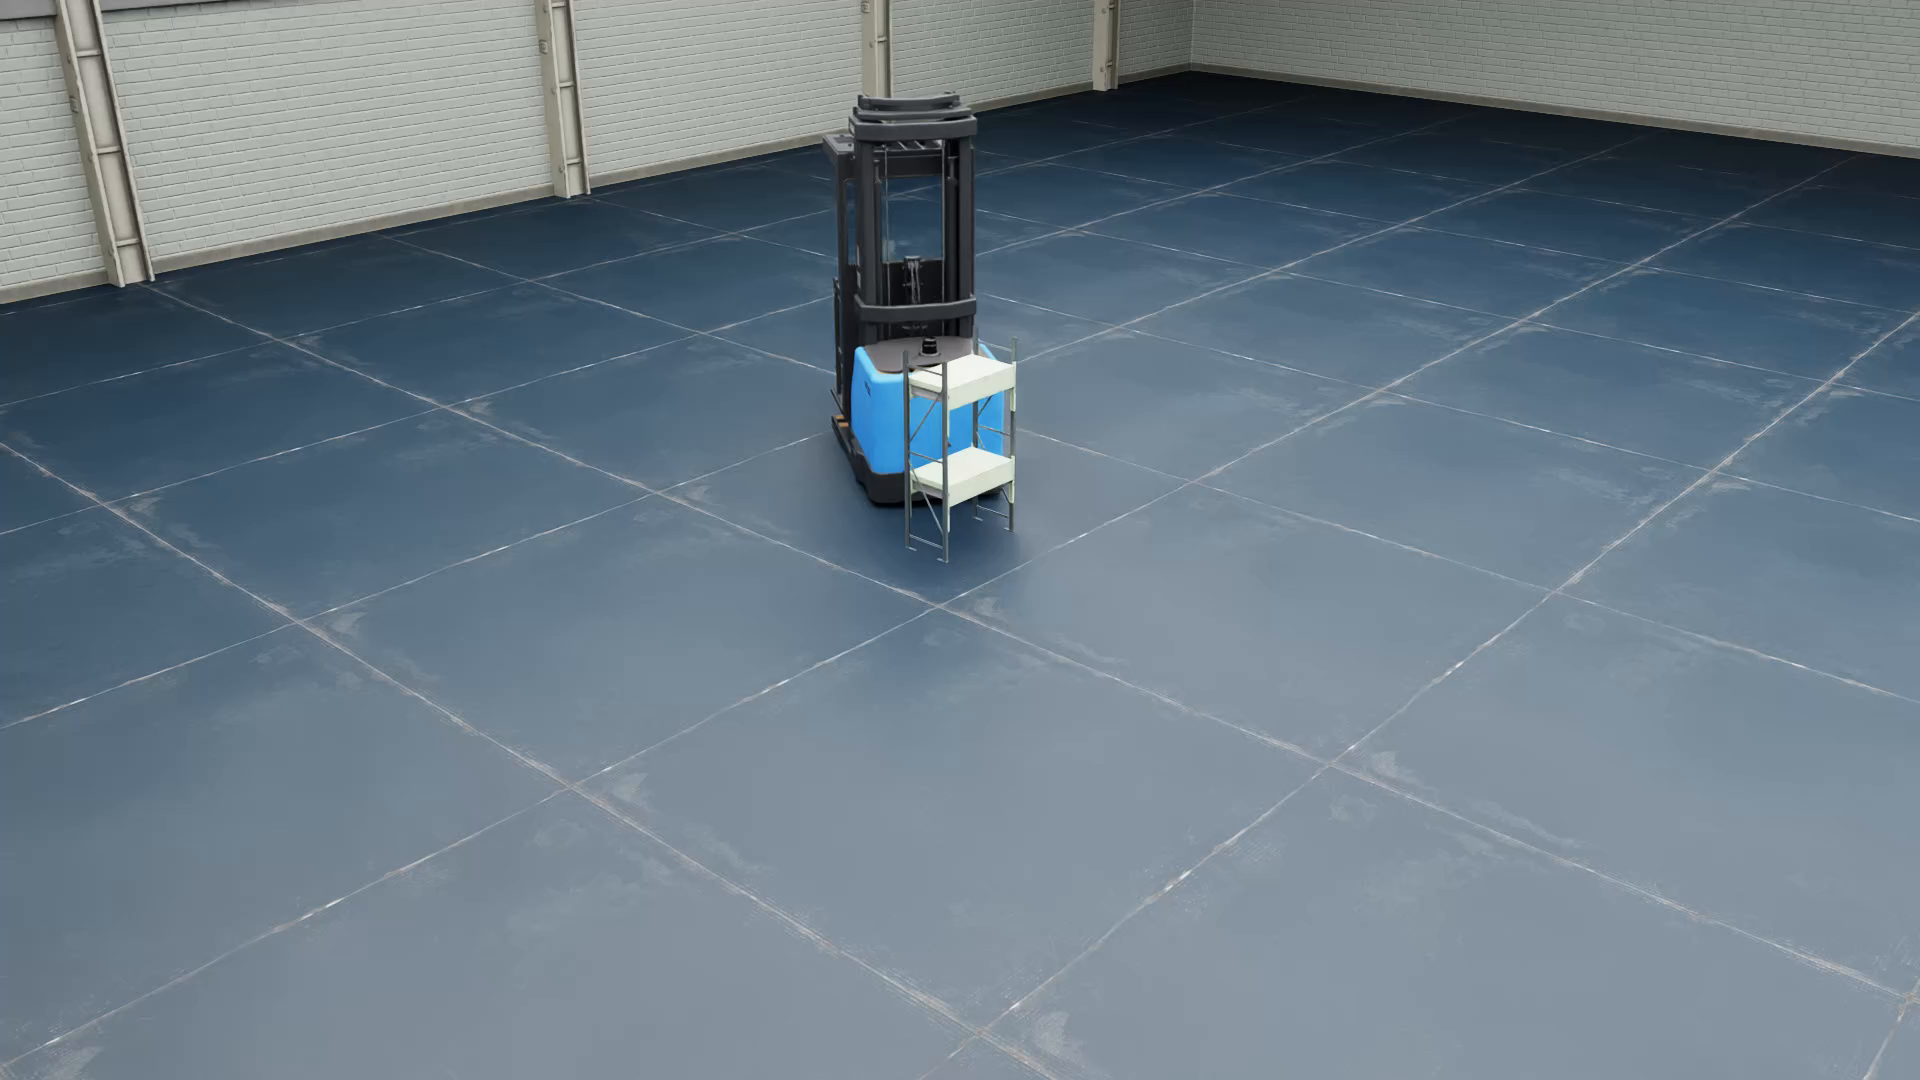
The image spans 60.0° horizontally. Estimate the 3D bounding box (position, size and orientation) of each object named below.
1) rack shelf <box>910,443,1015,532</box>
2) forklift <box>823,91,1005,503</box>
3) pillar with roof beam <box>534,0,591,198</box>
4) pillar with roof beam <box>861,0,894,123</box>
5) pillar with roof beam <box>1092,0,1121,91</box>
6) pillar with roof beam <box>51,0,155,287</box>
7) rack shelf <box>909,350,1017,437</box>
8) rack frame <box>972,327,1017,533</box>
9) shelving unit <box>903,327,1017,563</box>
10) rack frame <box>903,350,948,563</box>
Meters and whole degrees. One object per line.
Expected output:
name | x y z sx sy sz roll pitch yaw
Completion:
rack shelf | 0.004 -0.389 12.052 0.431 0.370 0.720 20 31 38
forklift | -0.482 -2.194 13.531 1.130 2.935 3.031 -5 25 -12
pillar with roof beam | -2.110 -7.671 18.330 9.100 9.000 0.400 20 31 38
pillar with roof beam | 1.894 -9.499 22.408 9.100 9.000 0.400 20 31 38
pillar with roof beam | 5.899 -11.327 26.485 9.100 9.000 0.400 20 31 38
pillar with roof beam | -6.114 -5.843 14.253 9.100 9.000 0.400 20 31 38
rack shelf | 0.004 -1.042 11.759 0.431 0.370 0.720 20 31 38
rack frame | 0.249 -0.798 12.168 0.400 1.500 0.023 20 31 38
shelving unit | 0.004 -0.686 11.919 0.431 1.500 0.755 20 31 38
rack frame | -0.240 -0.575 11.670 0.400 1.500 0.023 20 31 38
